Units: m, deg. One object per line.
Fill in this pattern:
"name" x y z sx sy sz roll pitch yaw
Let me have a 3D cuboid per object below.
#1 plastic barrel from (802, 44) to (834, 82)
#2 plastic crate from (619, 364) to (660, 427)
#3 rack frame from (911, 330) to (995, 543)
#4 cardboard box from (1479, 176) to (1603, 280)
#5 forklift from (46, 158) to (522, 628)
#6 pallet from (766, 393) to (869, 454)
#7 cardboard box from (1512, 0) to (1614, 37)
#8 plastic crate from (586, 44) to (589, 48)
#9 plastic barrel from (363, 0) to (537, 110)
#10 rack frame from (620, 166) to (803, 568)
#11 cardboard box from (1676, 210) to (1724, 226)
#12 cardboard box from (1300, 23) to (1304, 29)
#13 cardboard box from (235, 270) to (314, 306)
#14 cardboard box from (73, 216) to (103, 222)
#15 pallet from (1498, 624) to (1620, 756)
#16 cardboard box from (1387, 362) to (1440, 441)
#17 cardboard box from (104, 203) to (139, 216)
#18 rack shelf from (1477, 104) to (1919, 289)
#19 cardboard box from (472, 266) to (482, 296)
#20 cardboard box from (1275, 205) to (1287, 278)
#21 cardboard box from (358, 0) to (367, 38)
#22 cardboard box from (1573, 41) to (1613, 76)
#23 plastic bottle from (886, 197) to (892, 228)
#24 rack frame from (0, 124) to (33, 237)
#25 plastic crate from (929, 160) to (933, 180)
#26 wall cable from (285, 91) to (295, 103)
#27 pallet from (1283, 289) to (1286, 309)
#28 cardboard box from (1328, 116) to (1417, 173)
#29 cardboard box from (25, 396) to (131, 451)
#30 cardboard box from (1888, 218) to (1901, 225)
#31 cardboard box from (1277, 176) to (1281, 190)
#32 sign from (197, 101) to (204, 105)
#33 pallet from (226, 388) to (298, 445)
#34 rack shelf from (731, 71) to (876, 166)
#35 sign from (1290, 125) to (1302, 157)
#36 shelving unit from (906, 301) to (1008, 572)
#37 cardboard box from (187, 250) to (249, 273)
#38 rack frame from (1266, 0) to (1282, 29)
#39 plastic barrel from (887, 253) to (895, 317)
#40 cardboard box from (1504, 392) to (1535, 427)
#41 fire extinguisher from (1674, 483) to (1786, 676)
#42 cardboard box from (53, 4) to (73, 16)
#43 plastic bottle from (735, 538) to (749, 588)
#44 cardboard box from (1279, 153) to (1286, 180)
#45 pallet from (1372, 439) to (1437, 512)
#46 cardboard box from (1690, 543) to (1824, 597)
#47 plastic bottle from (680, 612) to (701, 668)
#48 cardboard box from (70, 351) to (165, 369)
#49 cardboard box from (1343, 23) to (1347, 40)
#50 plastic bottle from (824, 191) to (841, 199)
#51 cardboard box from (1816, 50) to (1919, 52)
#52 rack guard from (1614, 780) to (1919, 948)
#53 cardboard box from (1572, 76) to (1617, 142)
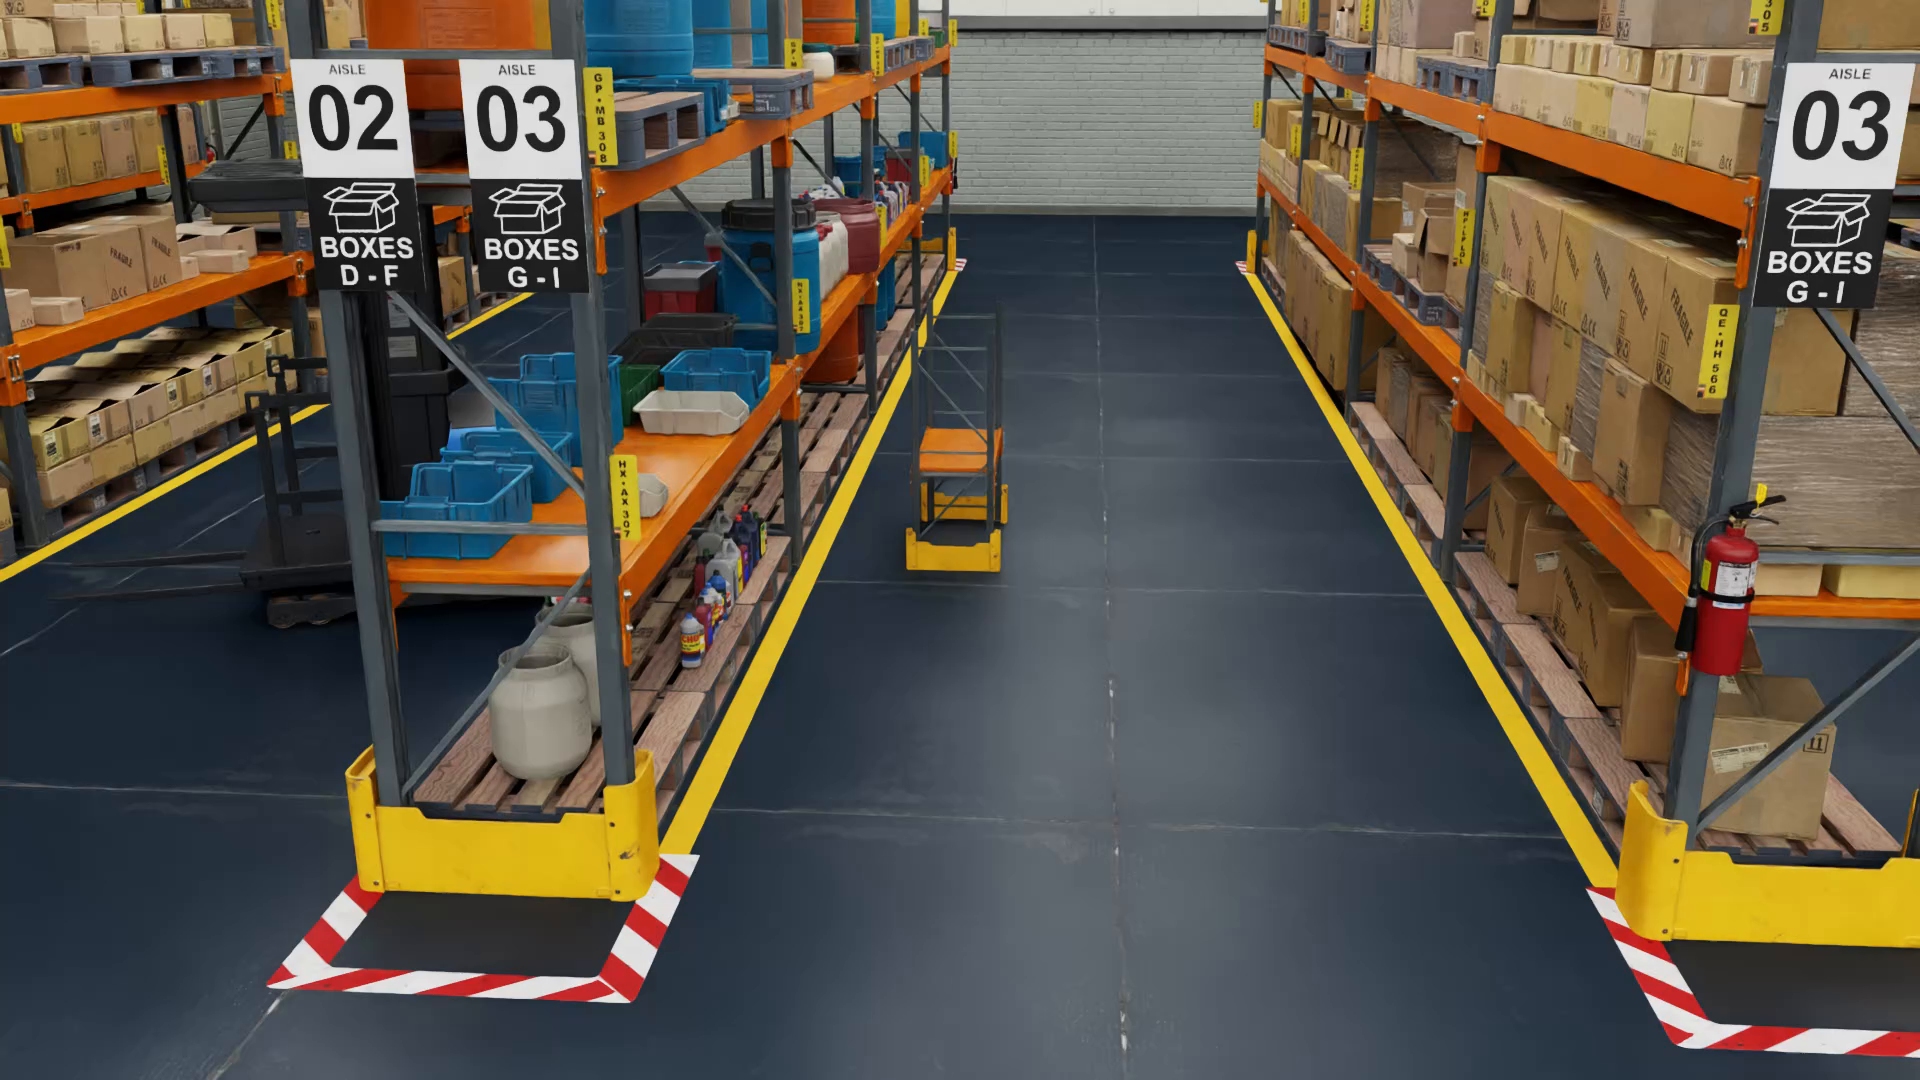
"plastic barrel" -1.068 -3.483 12.140 0.301 0.262 0.301 0 18 0
"plastic crate" -1.876 -0.765 8.781 0.450 0.188 0.662 1 18 4
"rack frame" -0.043 -0.528 10.127 0.500 1.500 0.032 1 18 4
"cardboard box" 3.158 -1.700 9.051 0.500 0.500 0.500 1 18 4
"forklift" -3.689 -1.076 9.501 3.031 2.935 1.130 -5 19 -15
"pallet" -1.304 -0.959 13.509 1.003 0.211 1.213 1 18 4
"cardboard box" 3.576 -2.988 9.568 0.797 0.503 0.637 0 18 1
"plastic crate" -1.947 -2.056 7.587 0.392 0.384 0.575 1 18 4
"plastic barrel" -1.875 -2.022 6.094 0.600 0.830 0.708 1 18 4
"rack frame" -1.497 -1.281 10.015 1.000 3.000 0.127 1 18 4
"cardboard box" 3.575 -1.223 7.594 0.500 0.500 0.500 1 18 4
"cardboard box" 4.056 -5.786 17.952 0.700 0.500 0.500 2 18 7
"cardboard box" -6.318 -2.326 15.308 0.500 0.250 0.500 2 18 6
"cardboard box" -10.405 -3.801 20.005 0.380 0.149 0.250 1 18 2
"pallet" 3.346 0.744 8.314 1.003 0.211 1.213 1 18 4
"cardboard box" 3.675 -1.053 12.627 0.700 0.500 0.500 0 18 -1
"cardboard box" -10.695 -4.215 21.269 0.380 0.149 0.250 1 18 4
"rack shelf" 3.300 -1.633 7.427 1.077 0.370 4.000 1 18 4
"cardboard box" -5.618 -2.934 18.672 0.500 0.311 0.500 1 18 4
"cardboard box" 4.272 -3.604 19.843 0.875 0.875 0.875 1 18 4
"cardboard box" -5.998 -5.235 16.268 0.600 0.600 0.600 1 18 3
"cardboard box" 3.057 -2.214 7.646 0.380 0.149 0.250 1 18 3
"plastic bottle" -0.689 -3.124 15.827 0.061 0.283 0.133 1 18 4
"rack frame" -10.805 -3.987 18.273 1.000 3.000 0.127 1 18 4
"plastic crate" -0.528 -4.313 19.442 0.416 0.233 0.300 1 18 4
"wall cable" -9.756 -8.353 26.950 3.097 2.526 0.112 1 18 4
"pallet" 4.149 -2.564 18.410 1.003 0.211 1.213 1 18 4
"cardboard box" 3.919 -3.768 15.833 0.797 0.503 0.637 1 18 5
"cardboard box" -6.118 -0.830 11.481 0.500 0.311 0.500 1 18 3
"cardboard box" 8.324 -2.832 14.478 0.380 0.149 0.250 0 18 1
"cardboard box" 3.804 -4.037 18.829 0.380 0.149 0.250 1 18 3
"sign" -9.978 -5.876 21.797 0.100 0.325 0.005 1 18 4
"pallet" -6.248 -1.055 13.804 1.003 0.211 1.213 1 18 4
"rack shelf" -1.353 -2.986 11.556 1.077 0.370 4.000 1 18 4
"sign" 3.463 -4.116 17.150 0.100 0.325 0.005 1 18 4
"shelving unit" -0.005 -0.689 10.617 0.587 1.500 1.083 1 18 4
"cardboard box" -5.939 -2.230 13.316 0.380 0.149 0.250 1 18 4
"rack frame" 4.304 -7.748 20.118 1.000 3.000 0.127 1 18 4
"plastic barrel" -0.979 -2.800 17.345 0.600 0.901 0.708 1 18 4
"cardboard box" 3.039 -0.681 8.587 0.380 0.149 0.250 1 18 4
"fire extinguisher" 2.689 0.134 5.822 0.296 0.674 0.183 1 18 4
"cardboard box" -10.442 -5.955 18.867 0.500 0.250 0.500 1 18 3
"plastic bottle" -1.239 0.118 9.401 0.061 0.283 0.133 3 18 8
"cardboard box" 3.858 -4.188 18.649 0.500 0.250 0.500 2 18 5
"pallet" 3.583 -0.467 12.010 1.003 0.211 1.213 1 18 4
"cardboard box" 2.971 0.098 6.210 0.380 0.149 0.250 1 18 4
"plastic bottle" -1.343 0.493 8.278 0.097 0.271 0.097 0 18 0
"cardboard box" -6.549 -1.317 12.965 0.500 0.311 0.500 1 18 2
"cardboard box" 3.761 -4.702 15.366 0.380 0.149 0.250 1 18 2
"plastic bottle" -1.251 -3.281 16.317 0.152 0.276 0.135 1 18 4
"cardboard box" 3.508 -1.795 6.366 0.380 0.149 0.250 2 18 6
"rack guard" 3.162 1.236 6.348 1.175 0.500 0.348 1 18 4
"cardboard box" 3.047 -1.908 7.353 0.500 0.250 0.500 1 18 3
